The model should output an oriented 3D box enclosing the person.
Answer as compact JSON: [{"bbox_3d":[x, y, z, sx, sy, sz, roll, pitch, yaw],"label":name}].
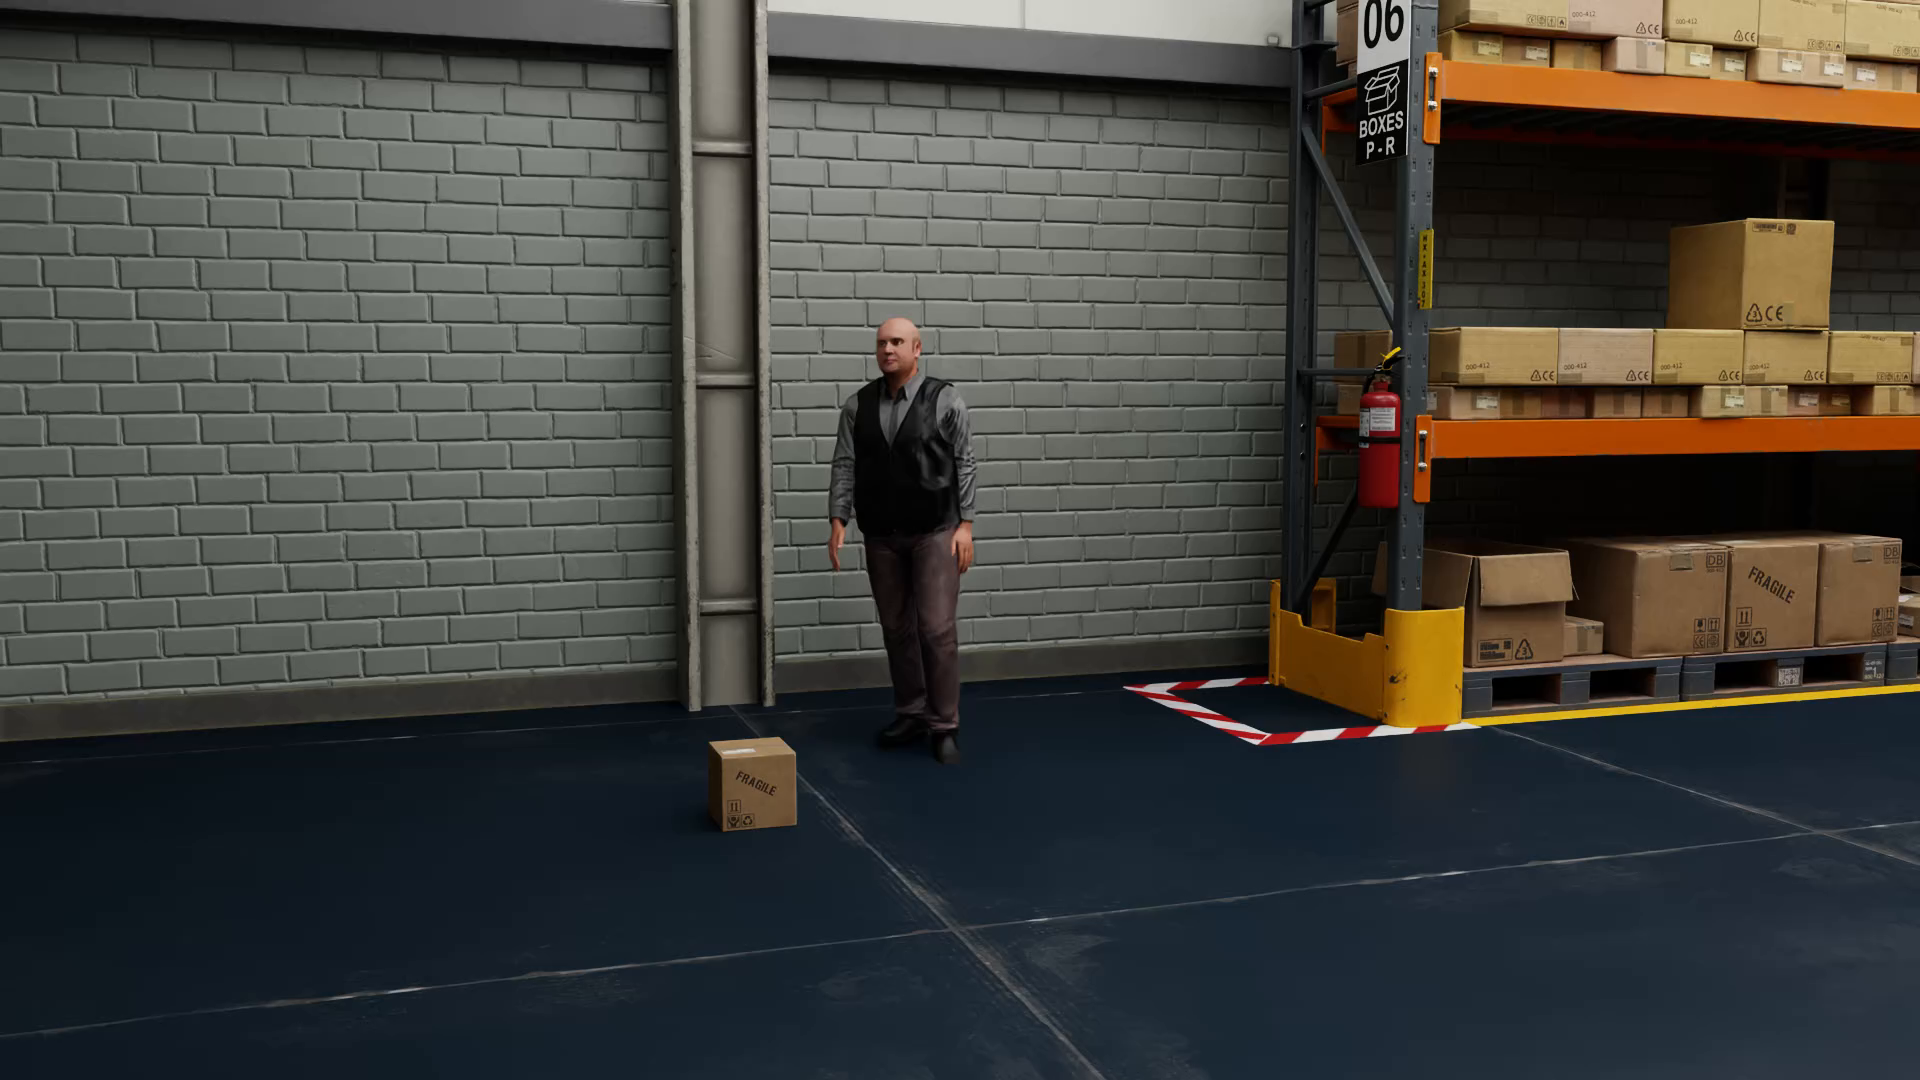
[{"bbox_3d":[-0.211,0.007,6.594,0.571,1.762,0.568,2,6,19],"label":"person"}]
